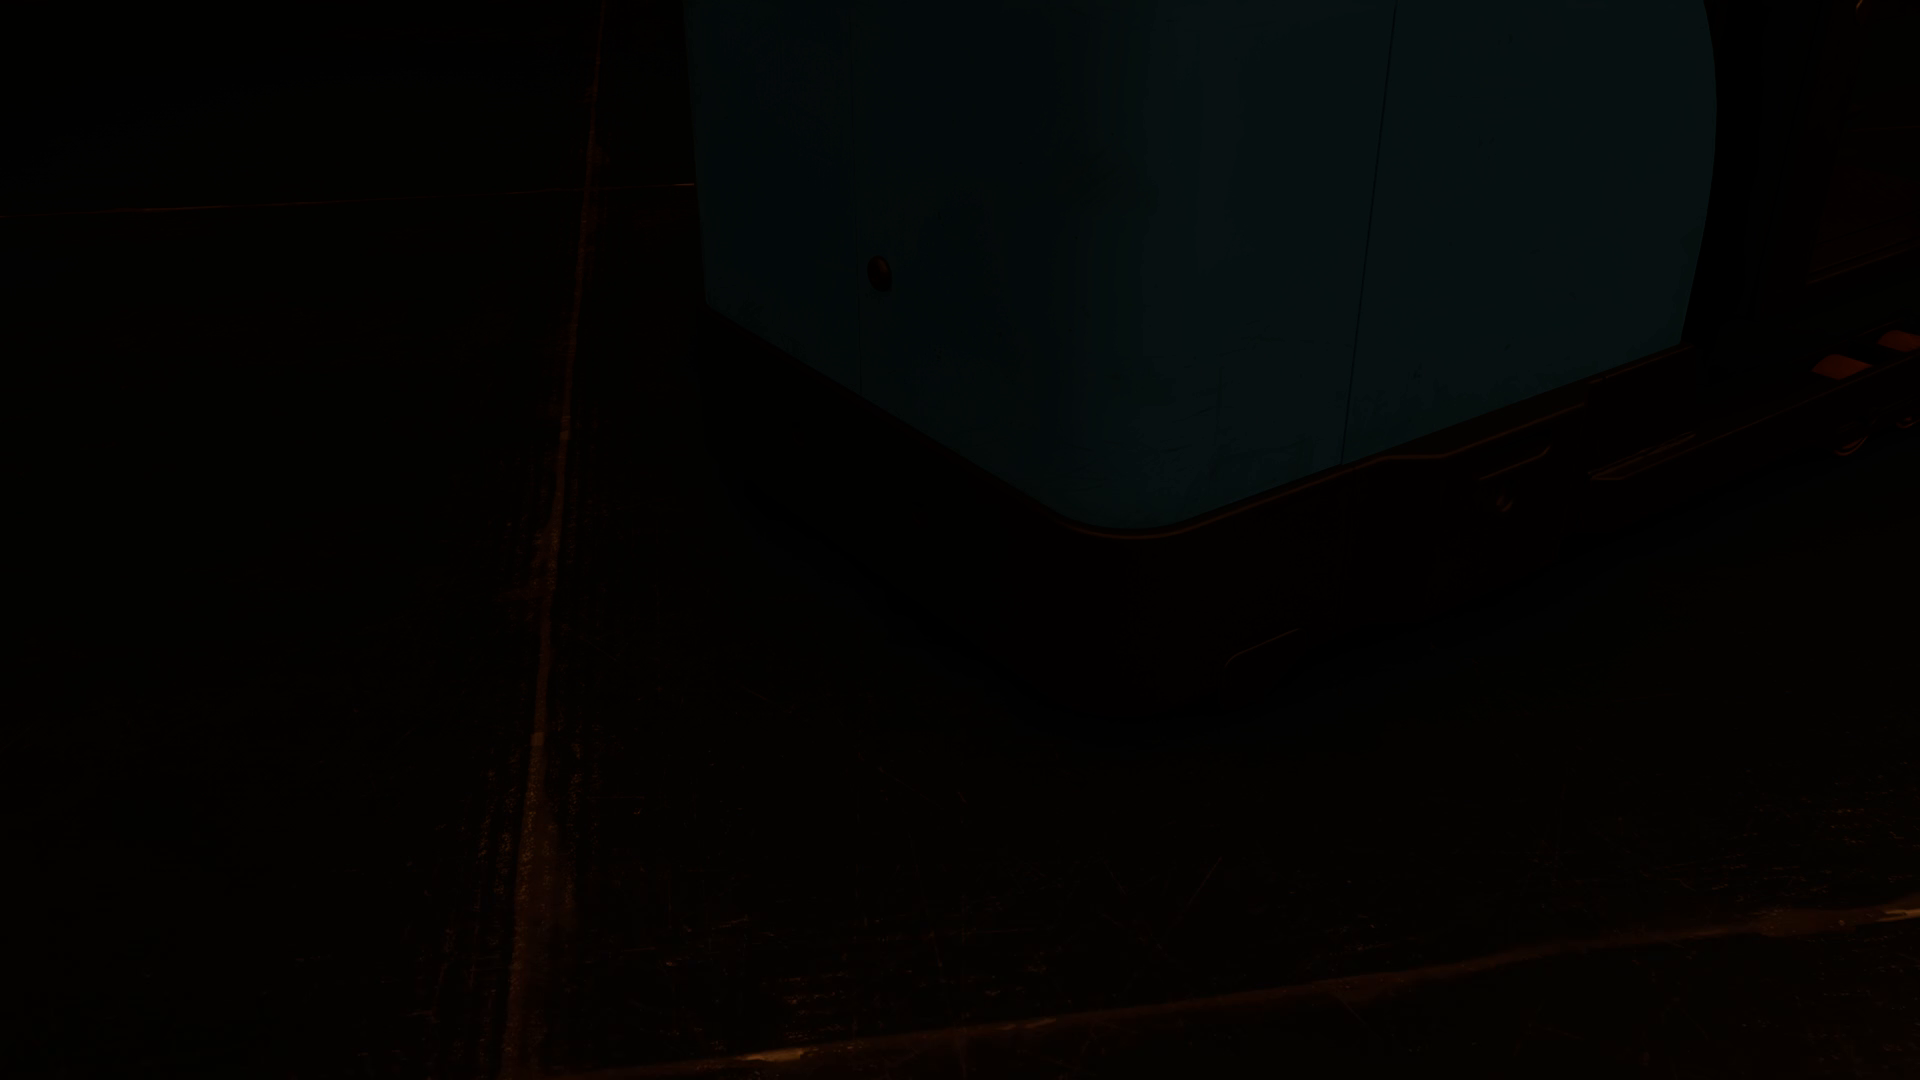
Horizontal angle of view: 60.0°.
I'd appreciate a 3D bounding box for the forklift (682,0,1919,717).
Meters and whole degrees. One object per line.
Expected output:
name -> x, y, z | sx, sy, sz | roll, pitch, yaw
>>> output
forklift -> 1.092, -1.615, 2.418 | 3.031, 2.935, 1.130 | -19, 33, -31
